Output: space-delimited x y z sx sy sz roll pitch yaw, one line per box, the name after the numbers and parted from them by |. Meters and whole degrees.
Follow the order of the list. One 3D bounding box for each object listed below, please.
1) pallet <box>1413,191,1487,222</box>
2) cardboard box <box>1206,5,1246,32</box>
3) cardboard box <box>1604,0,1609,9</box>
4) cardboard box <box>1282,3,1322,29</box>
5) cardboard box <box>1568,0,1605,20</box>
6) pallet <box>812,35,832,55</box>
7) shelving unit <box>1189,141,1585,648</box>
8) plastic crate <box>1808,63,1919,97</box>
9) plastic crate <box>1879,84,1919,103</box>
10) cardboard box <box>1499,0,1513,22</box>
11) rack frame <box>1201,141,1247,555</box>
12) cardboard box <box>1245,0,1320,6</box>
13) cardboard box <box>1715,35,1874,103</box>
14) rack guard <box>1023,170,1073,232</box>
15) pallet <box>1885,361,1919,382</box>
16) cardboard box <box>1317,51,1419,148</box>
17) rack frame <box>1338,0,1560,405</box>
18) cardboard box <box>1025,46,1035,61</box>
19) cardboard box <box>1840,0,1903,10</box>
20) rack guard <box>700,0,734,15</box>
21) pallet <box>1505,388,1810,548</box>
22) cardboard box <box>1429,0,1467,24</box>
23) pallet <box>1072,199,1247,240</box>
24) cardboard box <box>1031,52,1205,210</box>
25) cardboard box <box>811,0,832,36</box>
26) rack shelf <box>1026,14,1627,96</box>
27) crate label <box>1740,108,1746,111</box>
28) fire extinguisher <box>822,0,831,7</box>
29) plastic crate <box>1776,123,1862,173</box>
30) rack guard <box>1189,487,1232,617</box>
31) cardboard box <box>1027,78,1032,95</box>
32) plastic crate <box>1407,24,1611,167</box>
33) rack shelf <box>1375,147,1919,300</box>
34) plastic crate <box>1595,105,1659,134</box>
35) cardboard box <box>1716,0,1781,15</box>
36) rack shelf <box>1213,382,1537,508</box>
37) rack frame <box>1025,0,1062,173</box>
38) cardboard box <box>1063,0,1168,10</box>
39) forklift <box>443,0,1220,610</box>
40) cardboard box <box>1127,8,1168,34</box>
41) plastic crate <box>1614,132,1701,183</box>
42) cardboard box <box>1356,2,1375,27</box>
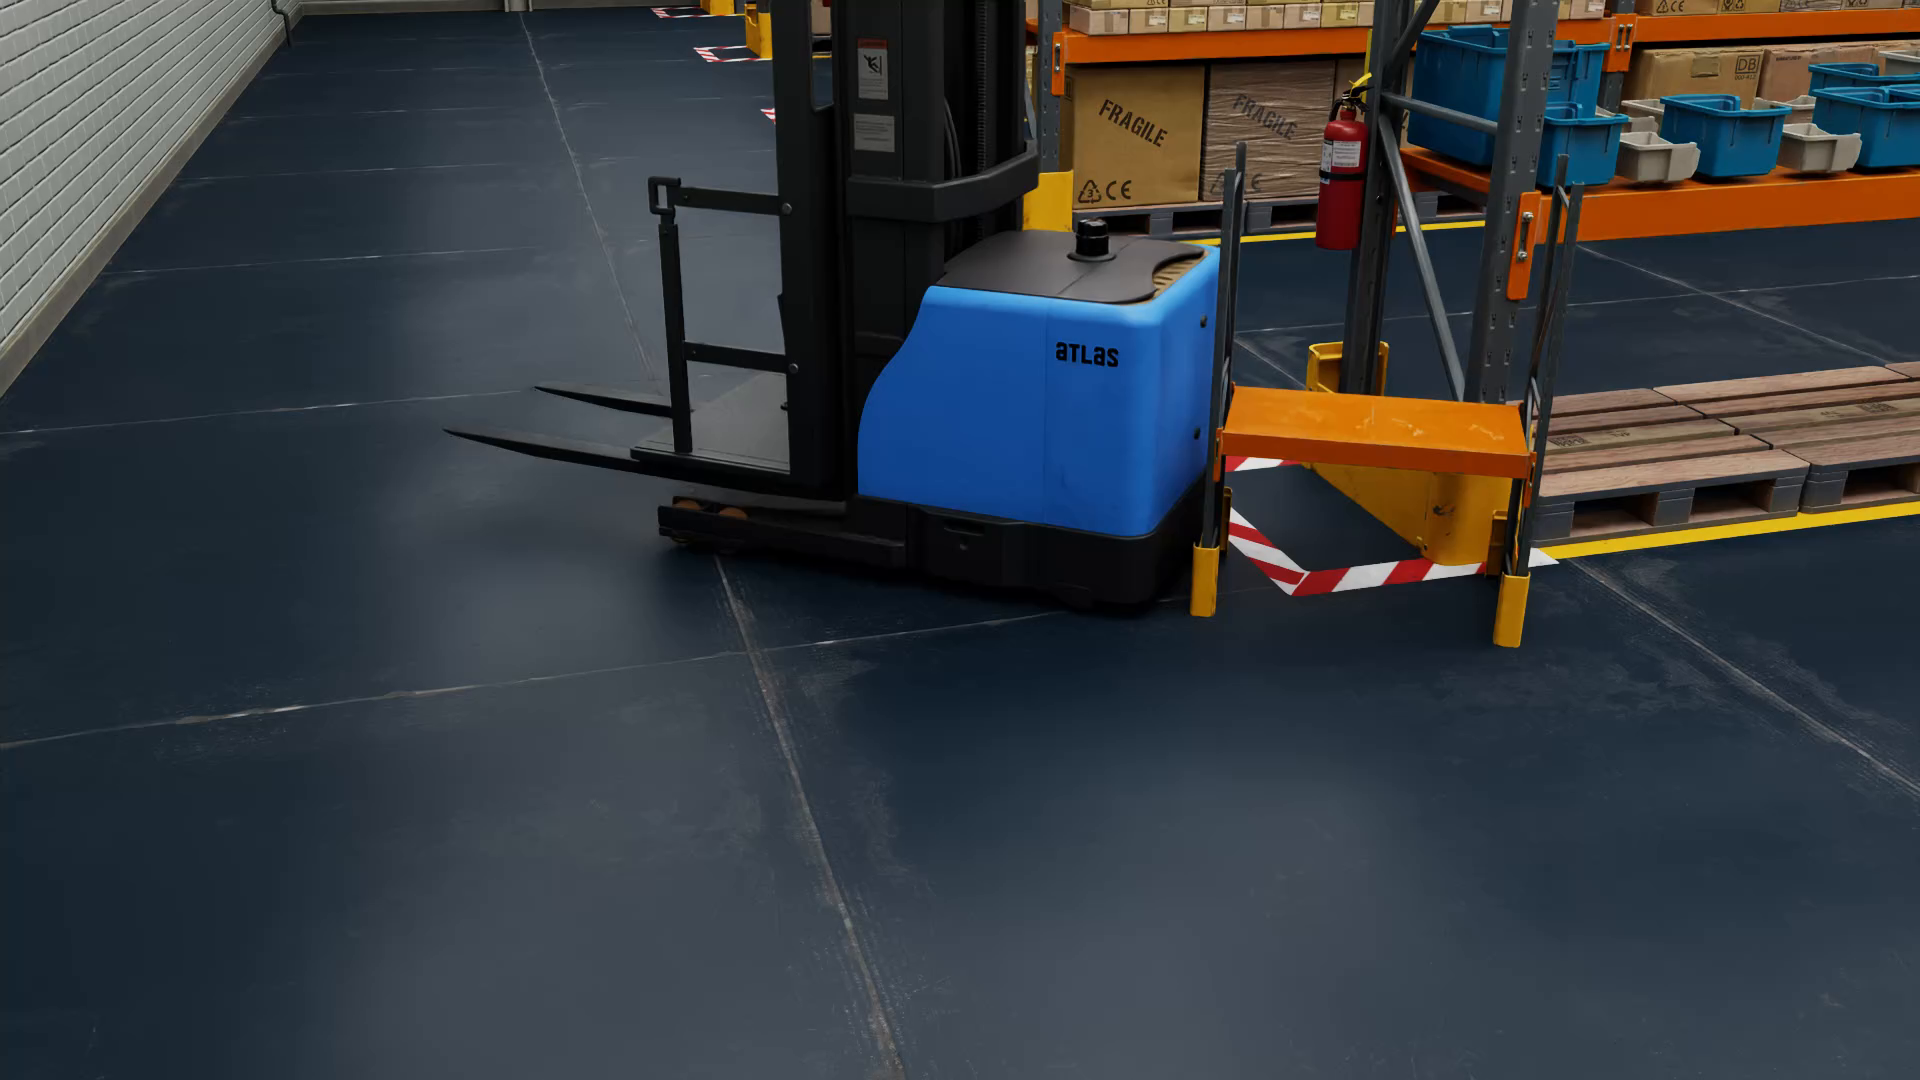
3.519 -2.499 11.807 1.213 0.211 1.003 -6 24 -14 | pallet
1.596 -3.286 10.424 0.250 0.149 0.380 -7 24 -15 | cardboard box
4.649 -4.031 11.714 0.500 0.500 0.500 -6 24 -14 | cardboard box
2.089 -3.341 10.550 0.250 0.149 0.380 -7 24 -15 | cardboard box
4.067 -3.560 11.060 0.250 0.149 0.380 -6 24 -14 | cardboard box
-1.507 -6.002 19.969 1.213 0.211 1.003 -6 24 -14 | pallet
1.370 -0.497 5.507 1.083 1.500 0.587 5 24 12 | shelving unit
3.667 -1.792 6.759 0.300 0.233 0.416 -6 24 -14 | plastic crate
3.642 -1.550 6.193 0.300 0.233 0.416 -6 24 -14 | plastic crate
3.572 -3.505 10.933 0.250 0.149 0.380 -7 24 -15 | cardboard box
0.884 -0.542 5.612 0.032 1.500 0.500 5 24 12 | rack frame
1.940 -3.532 10.491 0.500 0.250 0.500 -7 24 -16 | cardboard box
5.743 -3.220 12.112 0.875 0.875 1.225 -7 24 -16 | cardboard box
0.398 -2.255 10.870 0.348 0.500 1.175 -6 24 -14 | rack guard
4.913 -0.577 7.327 1.213 0.211 1.003 -6 24 -14 | pallet
2.749 -2.913 11.396 0.875 0.875 0.875 -6 24 -14 | cardboard box
1.759 -1.525 6.001 0.127 3.000 1.000 -6 24 -14 | rack frame
0.501 -4.494 15.247 0.250 0.149 0.380 -8 24 -17 | cardboard box
6.245 -3.996 11.632 0.500 0.500 0.500 -6 24 -13 | cardboard box
-3.527 -7.912 24.055 0.348 0.500 1.175 -6 24 -14 | rack guard
2.563 -0.317 6.721 1.213 0.211 1.003 -6 24 -14 | pallet
3.076 -3.450 10.804 0.250 0.149 0.380 -6 24 -13 | cardboard box
1.170 -2.239 11.201 1.213 0.211 1.003 -6 24 -14 | pallet
1.016 -2.721 10.949 0.875 0.875 0.875 -6 24 -14 | cardboard box
-1.648 -6.292 19.827 0.875 0.438 0.875 -7 24 -16 | cardboard box
2.347 -3.288 11.022 4.000 0.370 1.077 -6 24 -14 | rack shelf
3.040 -1.652 6.554 0.243 0.136 0.396 -6 24 -14 | crate label
-1.189 -5.241 15.232 0.183 0.674 0.296 -6 24 -14 | fire extinguisher
3.070 -1.408 5.986 0.298 0.136 0.250 -6 24 -14 | plastic crate
0.886 0.032 5.858 0.087 0.250 0.587 5 24 12 | rack guard
0.512 -4.190 15.295 0.250 0.149 0.380 -6 24 -14 | cardboard box
2.031 -1.676 6.230 0.499 0.435 0.616 -6 24 -14 | plastic crate
3.685 -1.408 6.639 4.000 0.370 1.077 -6 24 -14 | rack shelf
2.495 -1.587 6.404 0.243 0.136 0.396 -6 24 -14 | plastic crate
5.266 -3.886 11.375 0.500 0.500 0.500 -6 24 -14 | cardboard box
1.379 -0.331 5.576 1.000 0.185 0.538 5 24 12 | rack shelf
0.421 -3.406 10.383 0.127 3.000 1.000 -6 24 -14 | rack frame
0.956 -3.422 10.235 0.500 0.250 0.500 -7 24 -16 | cardboard box
-0.573 -1.477 5.975 3.031 2.935 1.130 10 25 21 | forklift
1.099 -3.231 10.294 0.250 0.149 0.380 -7 24 -15 | cardboard box
2.417 -1.336 5.817 0.298 0.136 0.250 -6 24 -14 | plastic crate
2.585 -3.396 10.679 0.250 0.149 0.380 -6 24 -14 | cardboard box
